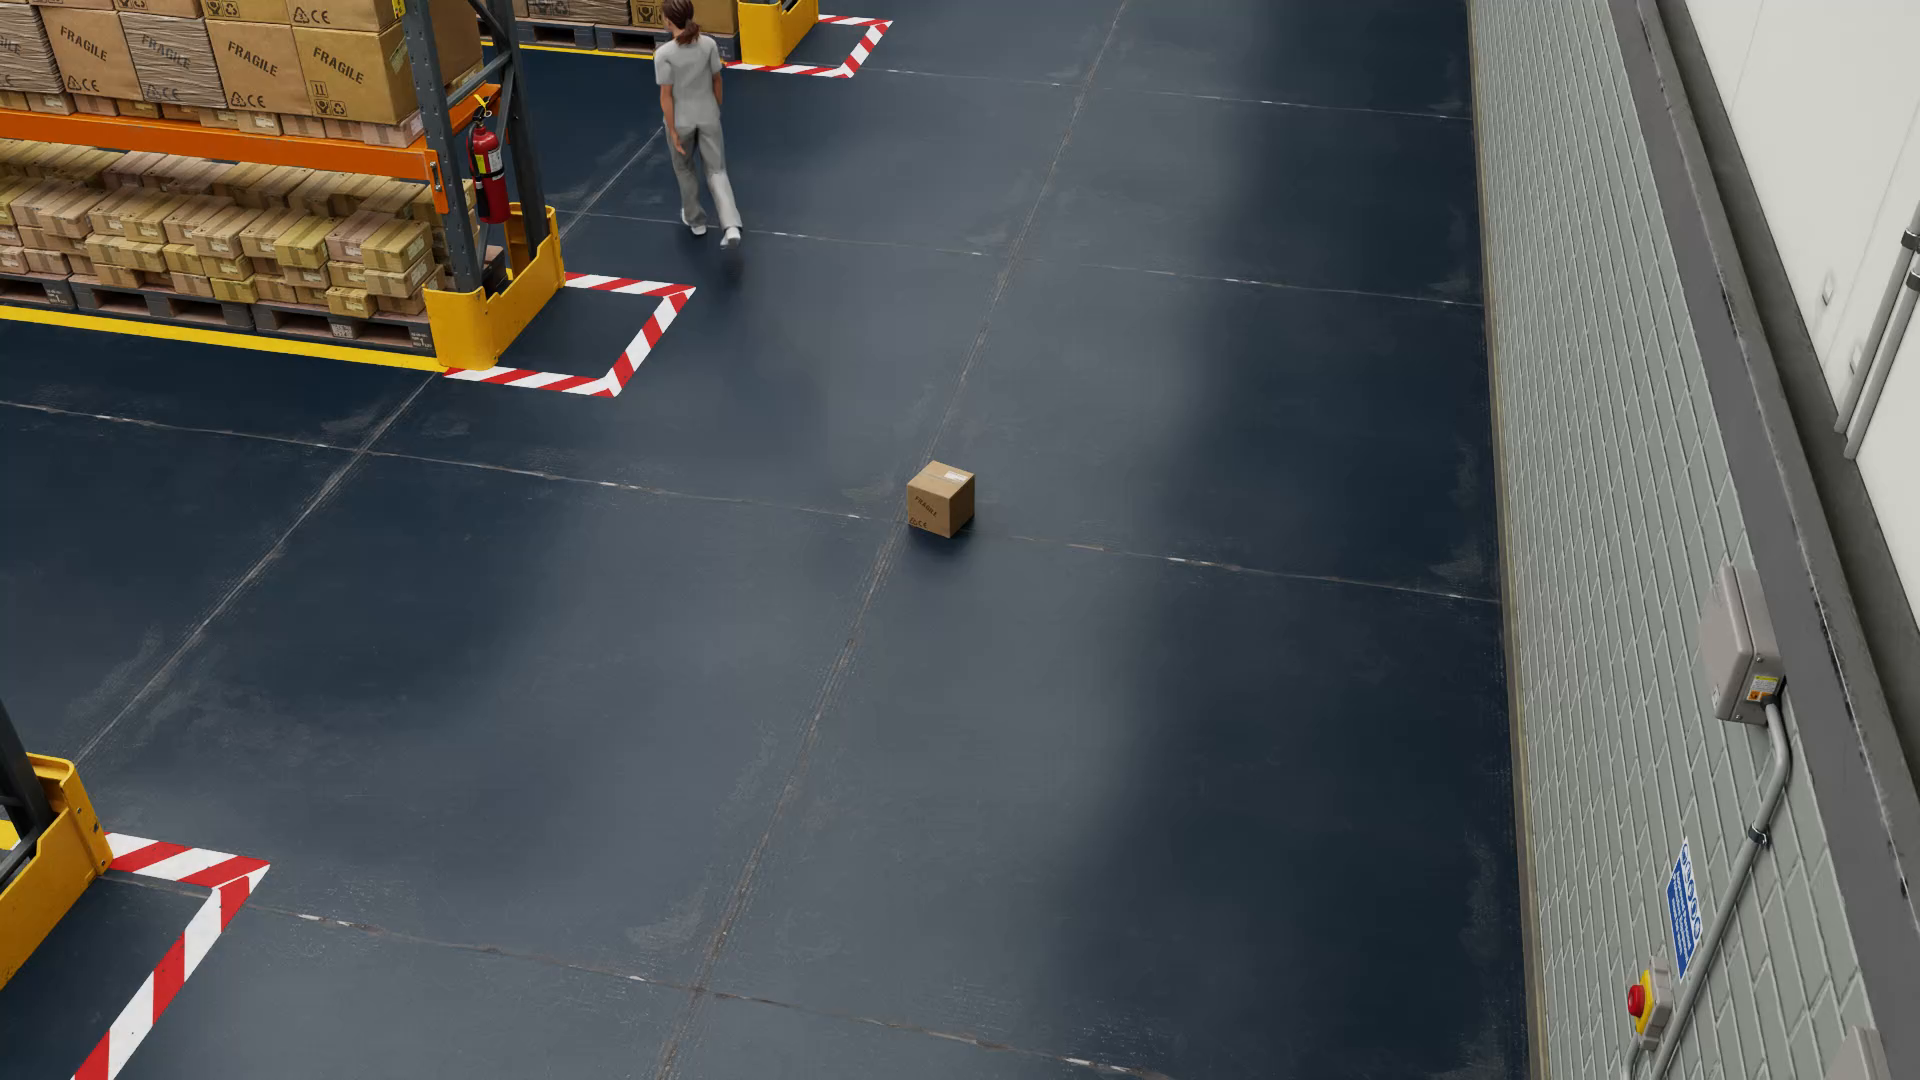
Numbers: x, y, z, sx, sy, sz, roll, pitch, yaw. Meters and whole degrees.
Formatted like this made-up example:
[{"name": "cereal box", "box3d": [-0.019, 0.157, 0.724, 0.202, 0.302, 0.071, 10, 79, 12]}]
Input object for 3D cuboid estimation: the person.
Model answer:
[{"name": "person", "box3d": [-1.669, -2.608, 10.461, 0.434, 1.646, 0.884, -14, 39, -18]}]
